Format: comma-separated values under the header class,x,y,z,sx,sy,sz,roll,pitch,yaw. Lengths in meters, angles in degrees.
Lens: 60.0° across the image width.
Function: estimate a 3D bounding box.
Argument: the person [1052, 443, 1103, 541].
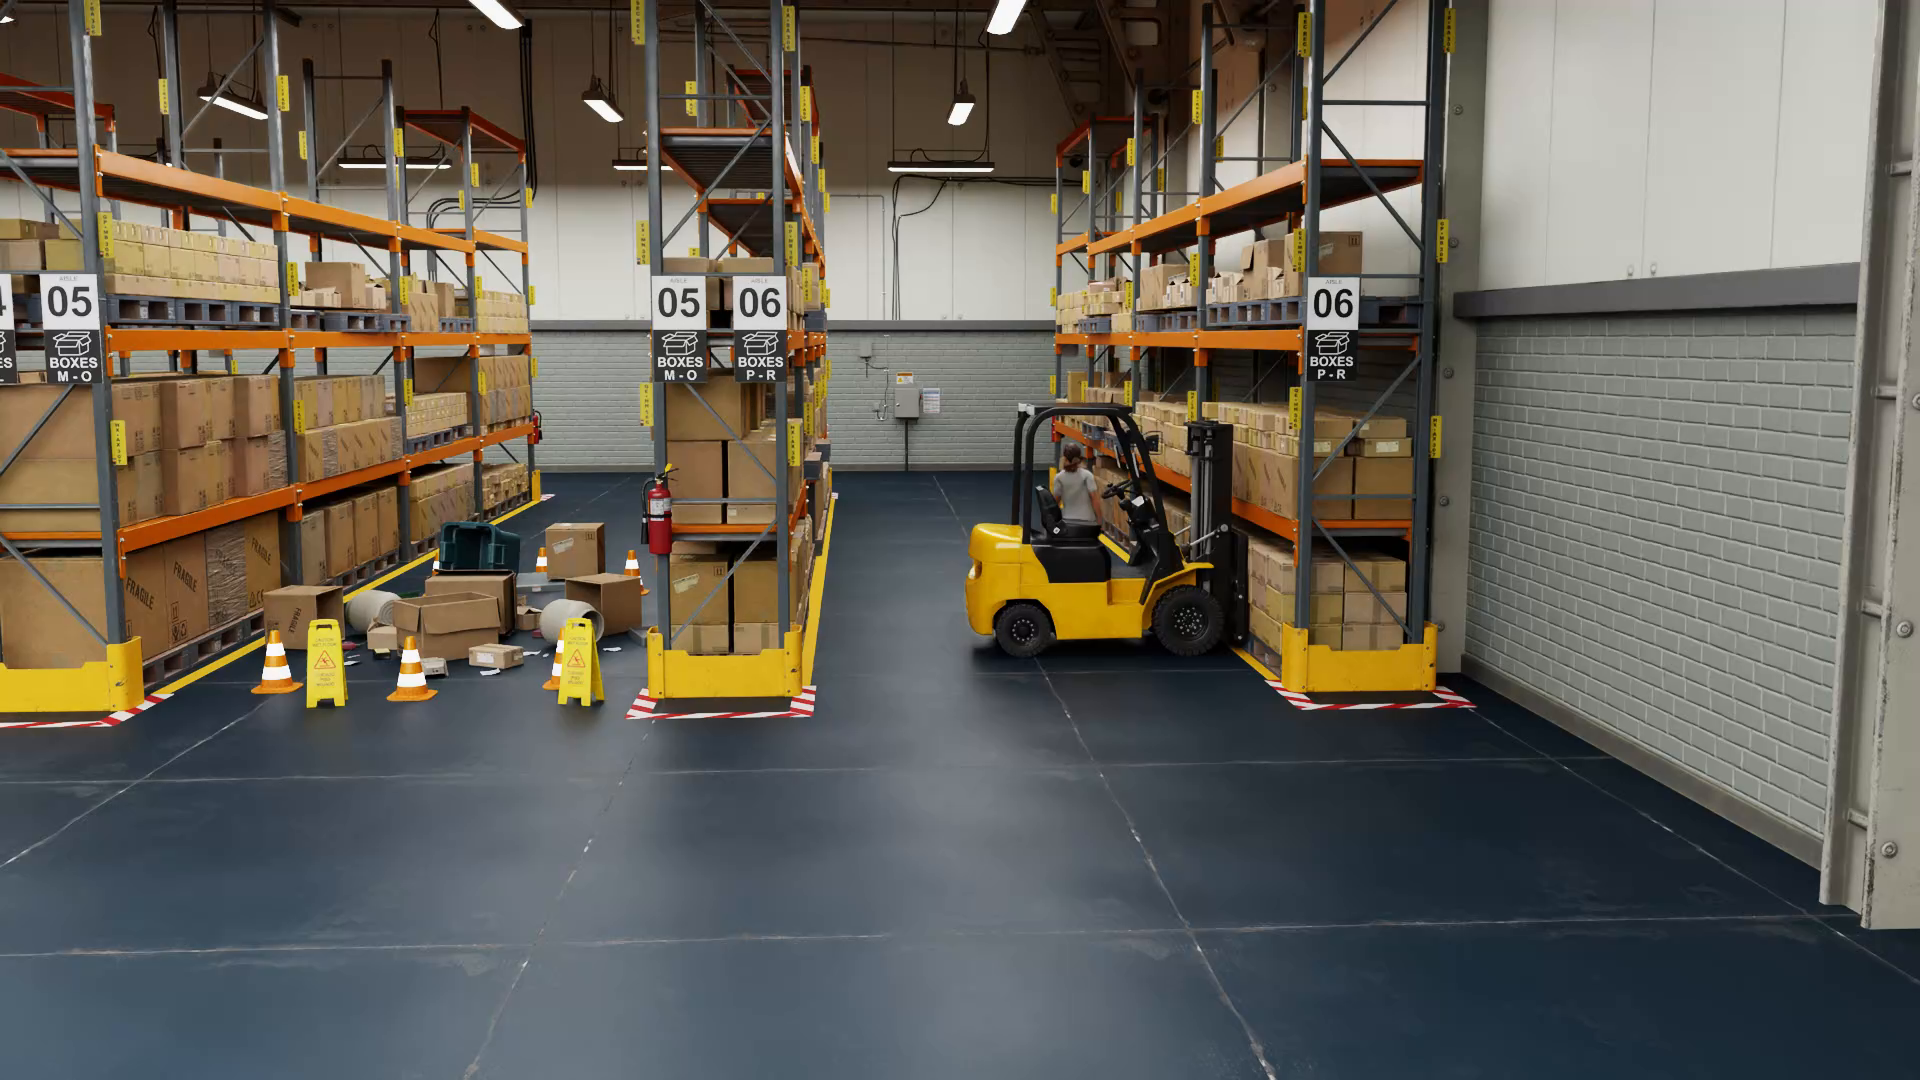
class,x,y,z,sx,sy,sz,roll,pitch,yaw
person,1.230,-0.159,17.251,0.515,1.597,0.684,1,7,11
